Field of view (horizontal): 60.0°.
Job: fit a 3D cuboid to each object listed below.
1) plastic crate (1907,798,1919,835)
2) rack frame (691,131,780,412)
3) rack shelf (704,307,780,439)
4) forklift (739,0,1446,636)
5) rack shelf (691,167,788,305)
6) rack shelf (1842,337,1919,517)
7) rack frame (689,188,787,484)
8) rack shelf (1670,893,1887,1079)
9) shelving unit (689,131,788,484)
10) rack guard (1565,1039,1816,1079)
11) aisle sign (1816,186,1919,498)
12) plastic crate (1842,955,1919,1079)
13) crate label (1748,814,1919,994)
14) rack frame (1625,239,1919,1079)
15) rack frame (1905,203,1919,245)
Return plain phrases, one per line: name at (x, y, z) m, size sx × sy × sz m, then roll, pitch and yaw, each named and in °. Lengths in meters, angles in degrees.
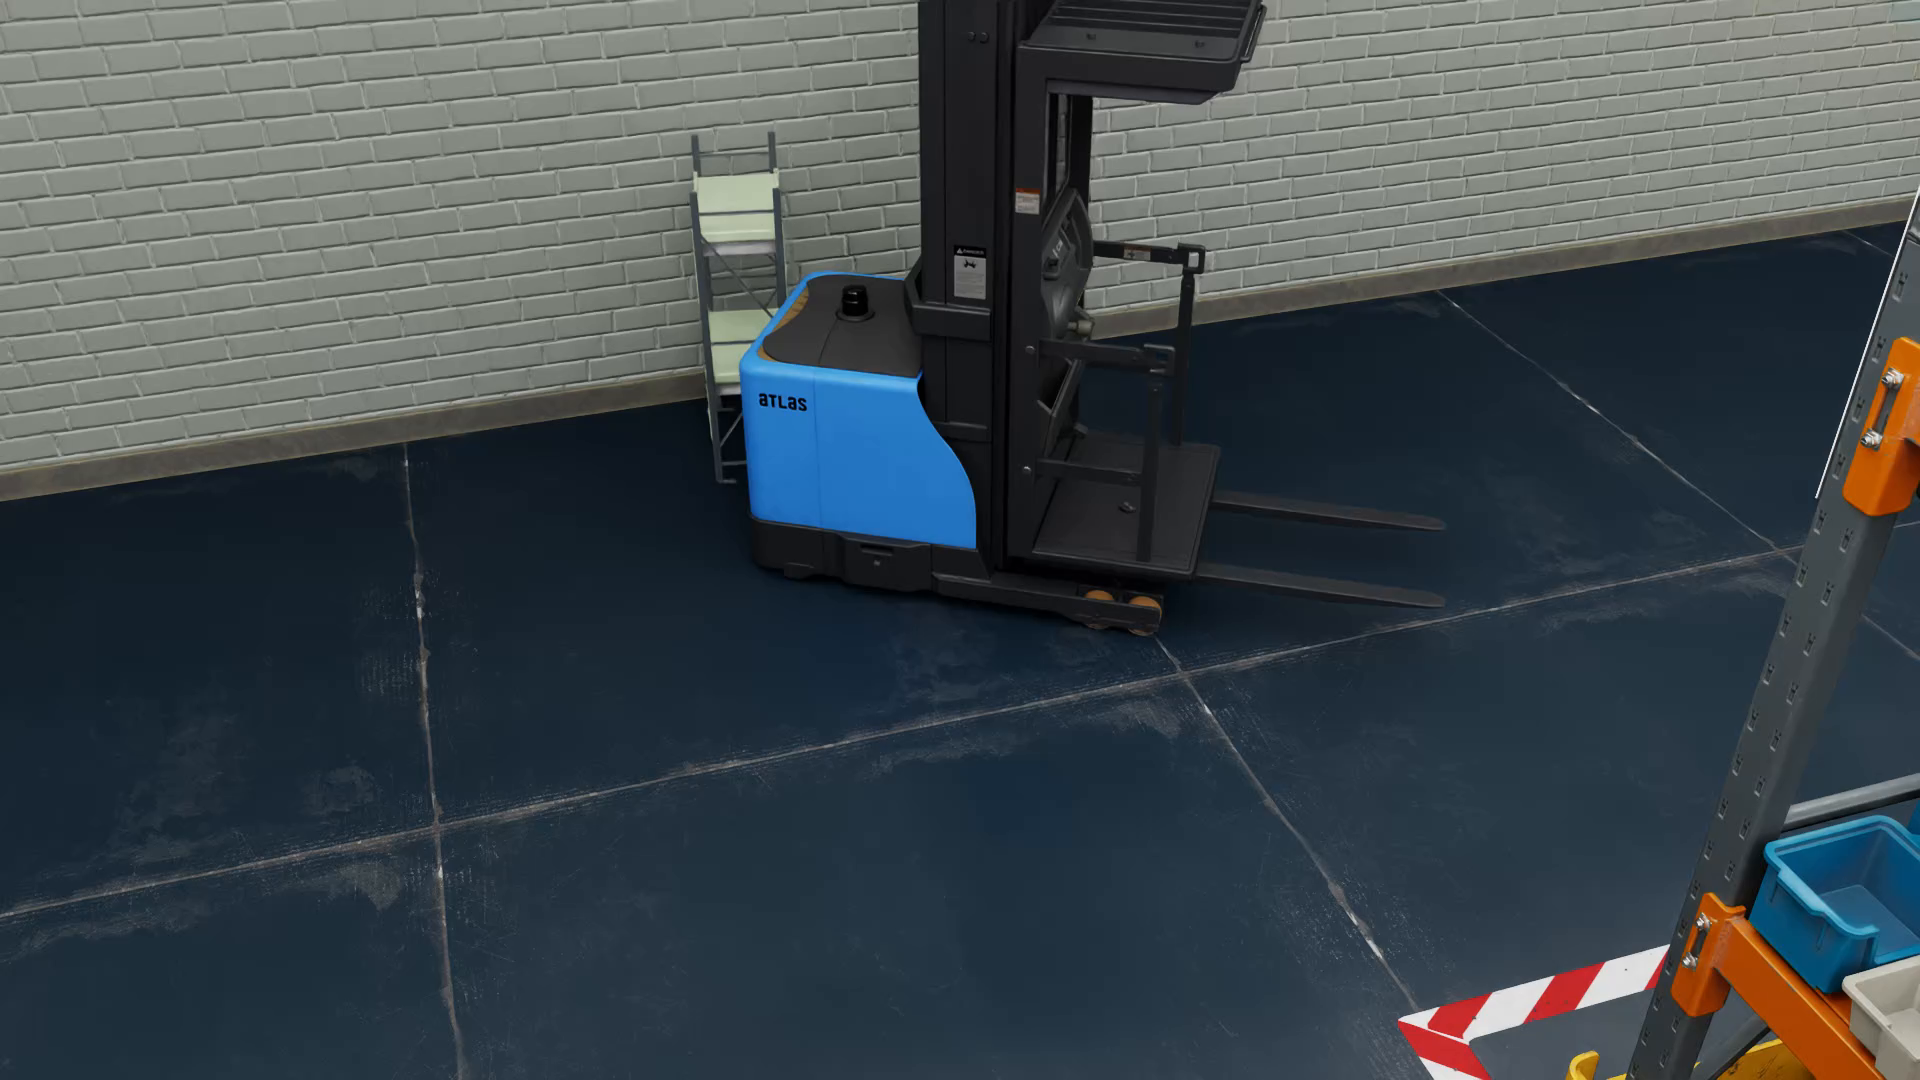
plastic crate at (2.585, 0.726, 3.843) m, size 0.616 × 0.435 × 0.499 m, roll -10°, pitch 35°, yaw -15°
rack frame at (-1.090, -1.323, 8.392) m, size 0.400 × 1.500 × 0.023 m, roll -4°, pitch 34°, yaw -6°
rack shelf at (-1.044, -0.851, 8.269) m, size 0.431 × 0.370 × 0.720 m, roll -4°, pitch 34°, yaw -6°
forklift at (0.629, -1.137, 6.813) m, size 3.031 × 2.935 × 1.130 m, roll 8°, pitch 34°, yaw 11°
rack shelf at (-1.044, -1.449, 7.874) m, size 0.431 × 0.370 × 0.720 m, roll -4°, pitch 34°, yaw -6°
rack shelf at (2.915, 0.720, 1.871) m, size 1.077 × 0.370 × 4.000 m, roll -10°, pitch 35°, yaw -15°
rack frame at (-0.999, -0.923, 7.786) m, size 0.400 × 1.500 × 0.023 m, roll -4°, pitch 34°, yaw -6°
rack shelf at (2.915, 1.972, 2.698) m, size 1.077 × 0.370 × 4.000 m, roll -10°, pitch 35°, yaw -15°
shelving unit at (-1.044, -1.123, 8.089) m, size 0.431 × 1.500 × 0.755 m, roll -4°, pitch 34°, yaw -6°
rack guard at (2.285, 1.654, 4.793) m, size 1.175 × 0.500 × 0.348 m, roll -10°, pitch 35°, yaw -15°
aisle sign at (2.000, -0.451, 3.353) m, size 0.394 × 0.787 × 0.004 m, roll -10°, pitch 35°, yaw -15°
plastic crate at (2.086, 1.074, 3.589) m, size 0.250 × 0.136 × 0.298 m, roll -10°, pitch 35°, yaw -15°
crate label at (2.067, 0.852, 3.838) m, size 0.416 × 0.233 × 0.303 m, roll -10°, pitch 35°, yaw -15°
rack frame at (2.305, 0.622, 4.088) m, size 1.000 × 3.000 × 0.127 m, roll -10°, pitch 35°, yaw -15°
rack frame at (2.305, -1.881, 2.434) m, size 1.000 × 3.000 × 0.127 m, roll -10°, pitch 35°, yaw -15°
